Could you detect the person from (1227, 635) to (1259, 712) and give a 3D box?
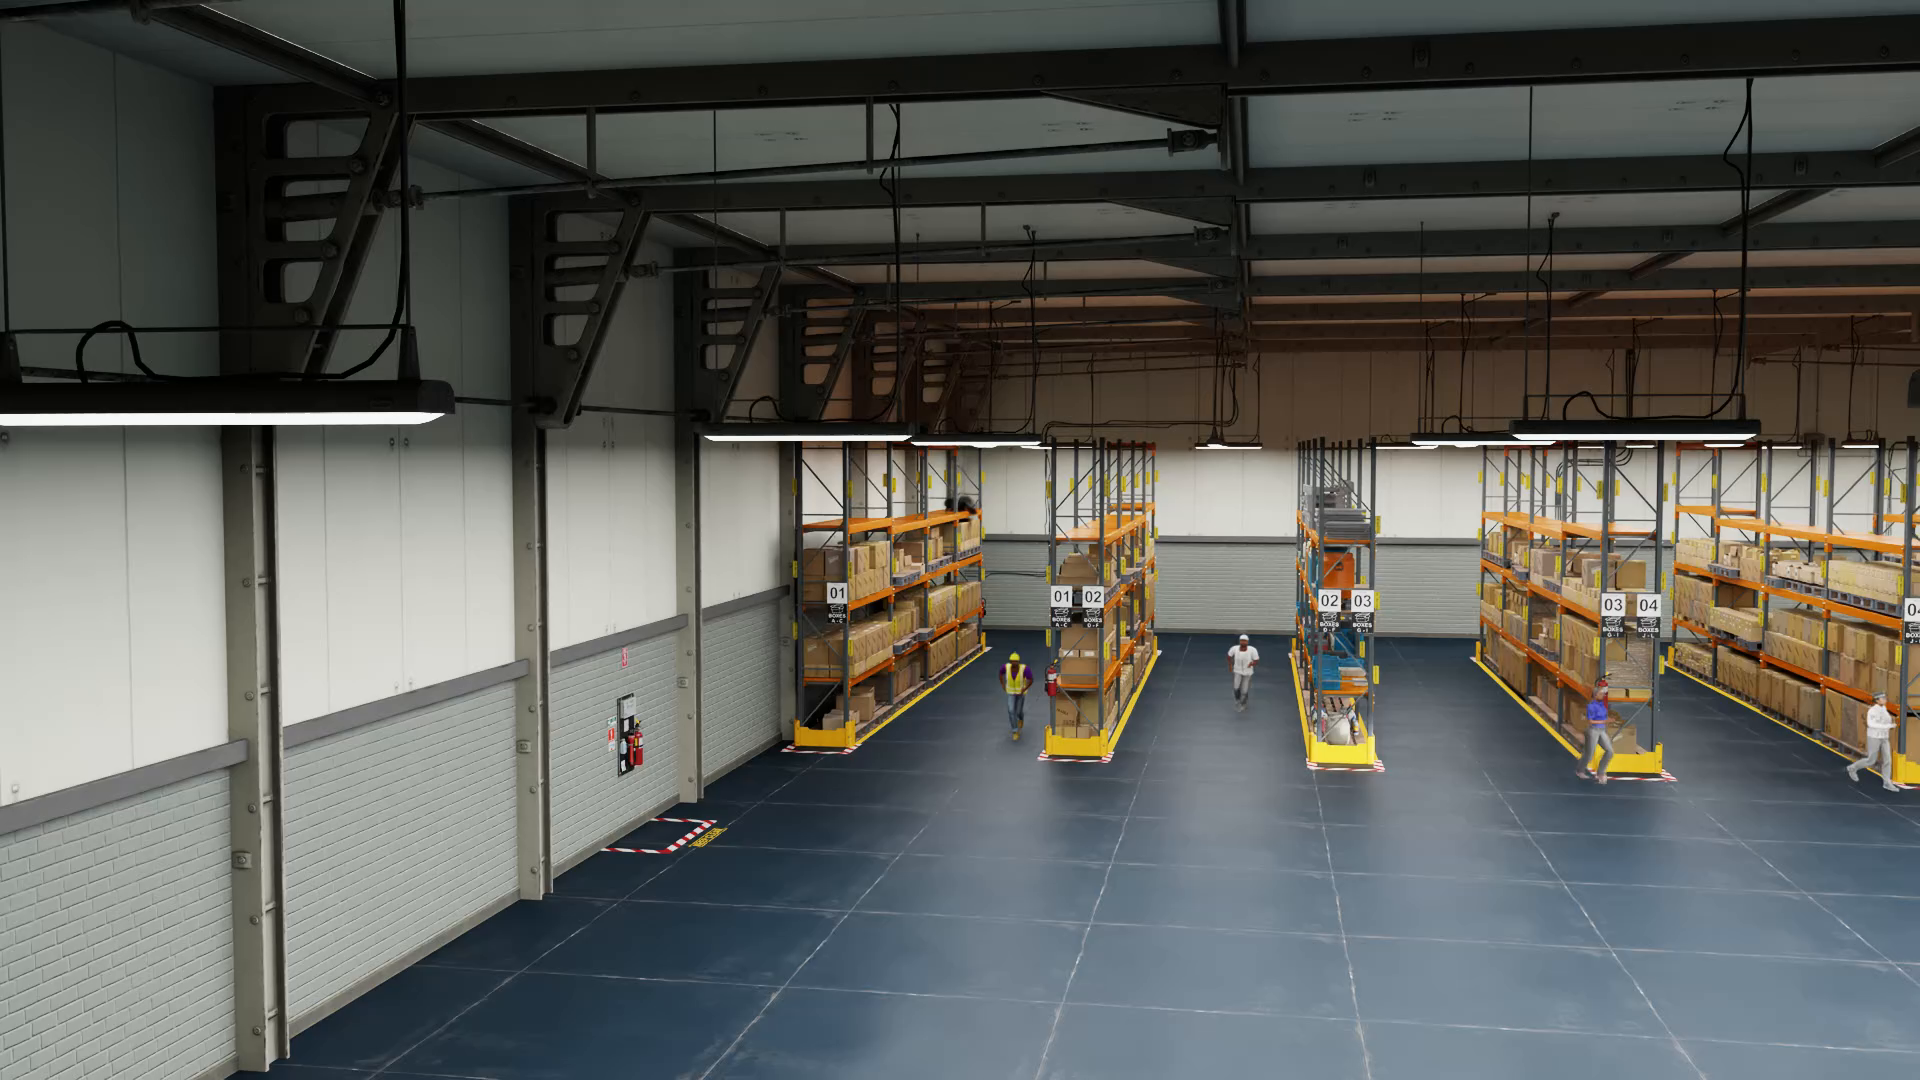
[{"bbox_3d":[6.187,2.918,36.363,0.689,1.723,0.697,1,3,11],"label":"person"}]

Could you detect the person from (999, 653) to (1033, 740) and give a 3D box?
[{"bbox_3d":[1.136,3.115,33.514,0.715,1.748,0.959,1,3,11],"label":"person"}]

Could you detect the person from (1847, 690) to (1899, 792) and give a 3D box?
[{"bbox_3d":[15.552,3.372,28.248,0.618,1.678,0.883,-2,3,-29],"label":"person"}]

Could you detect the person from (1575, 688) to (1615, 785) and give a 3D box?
[{"bbox_3d":[10.971,3.397,28.711,0.558,1.697,0.755,-2,4,-32],"label":"person"}]

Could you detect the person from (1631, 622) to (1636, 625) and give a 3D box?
[{"bbox_3d":[16.632,2.759,41.149,0.616,1.606,0.550,0,3,5],"label":"person"}]
